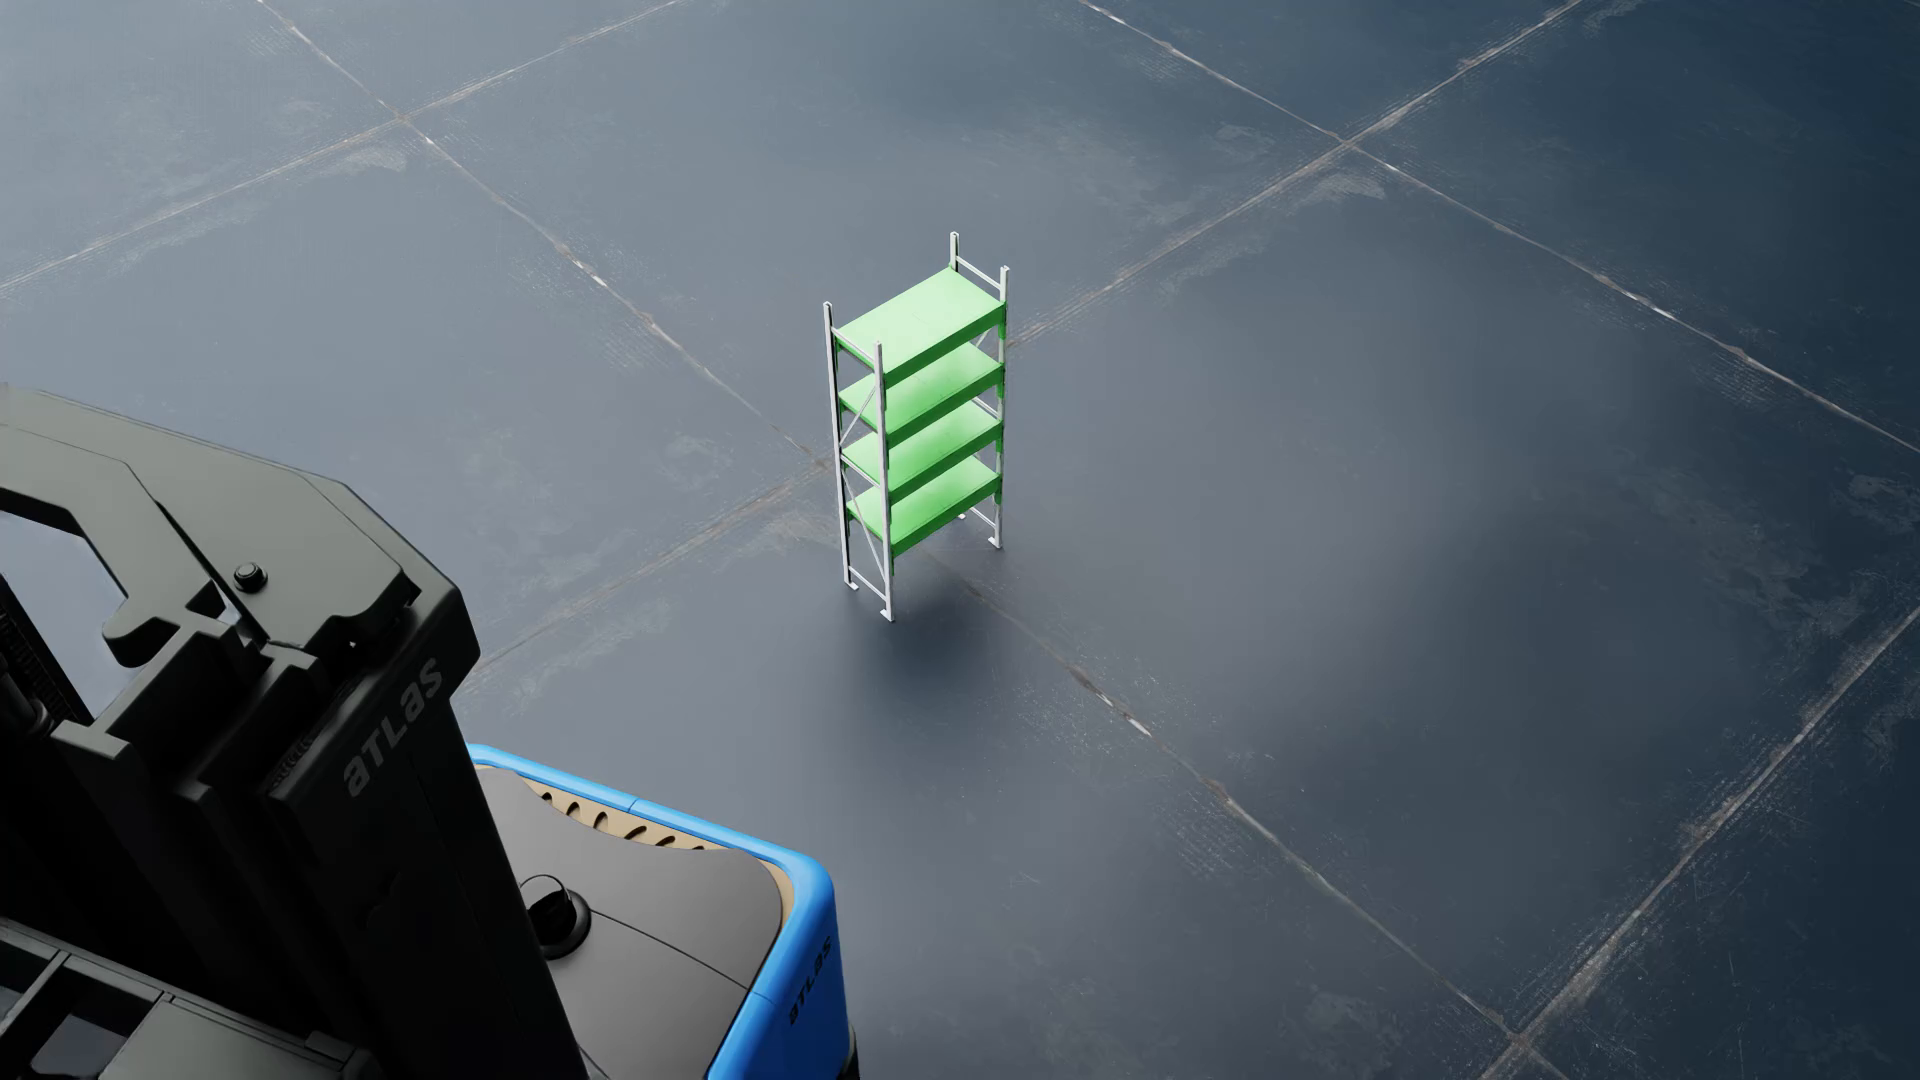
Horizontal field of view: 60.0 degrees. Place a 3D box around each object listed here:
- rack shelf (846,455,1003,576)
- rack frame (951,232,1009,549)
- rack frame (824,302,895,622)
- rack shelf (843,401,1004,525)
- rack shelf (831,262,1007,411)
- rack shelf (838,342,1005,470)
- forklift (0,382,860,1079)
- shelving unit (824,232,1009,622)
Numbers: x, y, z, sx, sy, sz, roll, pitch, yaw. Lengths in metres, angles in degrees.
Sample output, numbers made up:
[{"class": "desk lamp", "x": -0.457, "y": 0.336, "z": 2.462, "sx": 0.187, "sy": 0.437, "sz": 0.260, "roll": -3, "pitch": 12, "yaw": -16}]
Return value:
[{"class": "rack shelf", "x": -0.122, "y": -0.119, "z": 5.457, "sx": 0.480, "sy": 0.148, "sz": 0.258, "roll": -34, "pitch": 56, "yaw": -27}, {"class": "rack frame", "x": 0.058, "y": -0.446, "z": 5.345, "sx": 0.015, "sy": 1.200, "sz": 0.240, "roll": -34, "pitch": 56, "yaw": -27}, {"class": "rack frame", "x": -0.303, "y": -0.204, "z": 5.122, "sx": 0.015, "sy": 1.200, "sz": 0.240, "roll": -34, "pitch": 56, "yaw": -27}, {"class": "rack shelf", "x": -0.122, "y": -0.282, "z": 5.280, "sx": 0.480, "sy": 0.148, "sz": 0.258, "roll": -34, "pitch": 56, "yaw": -27}, {"class": "rack shelf", "x": -0.122, "y": -0.607, "z": 4.928, "sx": 0.480, "sy": 0.148, "sz": 0.258, "roll": -34, "pitch": 56, "yaw": -27}, {"class": "rack shelf", "x": -0.122, "y": -0.444, "z": 5.104, "sx": 0.480, "sy": 0.148, "sz": 0.258, "roll": -34, "pitch": 56, "yaw": -27}, {"class": "forklift", "x": -1.266, "y": 1.330, "z": 2.529, "sx": 1.130, "sy": 2.935, "sz": 3.031, "roll": 16, "pitch": 49, "yaw": 14}, {"class": "shelving unit", "x": -0.122, "y": -0.325, "z": 5.234, "sx": 0.503, "sy": 1.200, "sz": 0.258, "roll": -34, "pitch": 56, "yaw": -27}]
